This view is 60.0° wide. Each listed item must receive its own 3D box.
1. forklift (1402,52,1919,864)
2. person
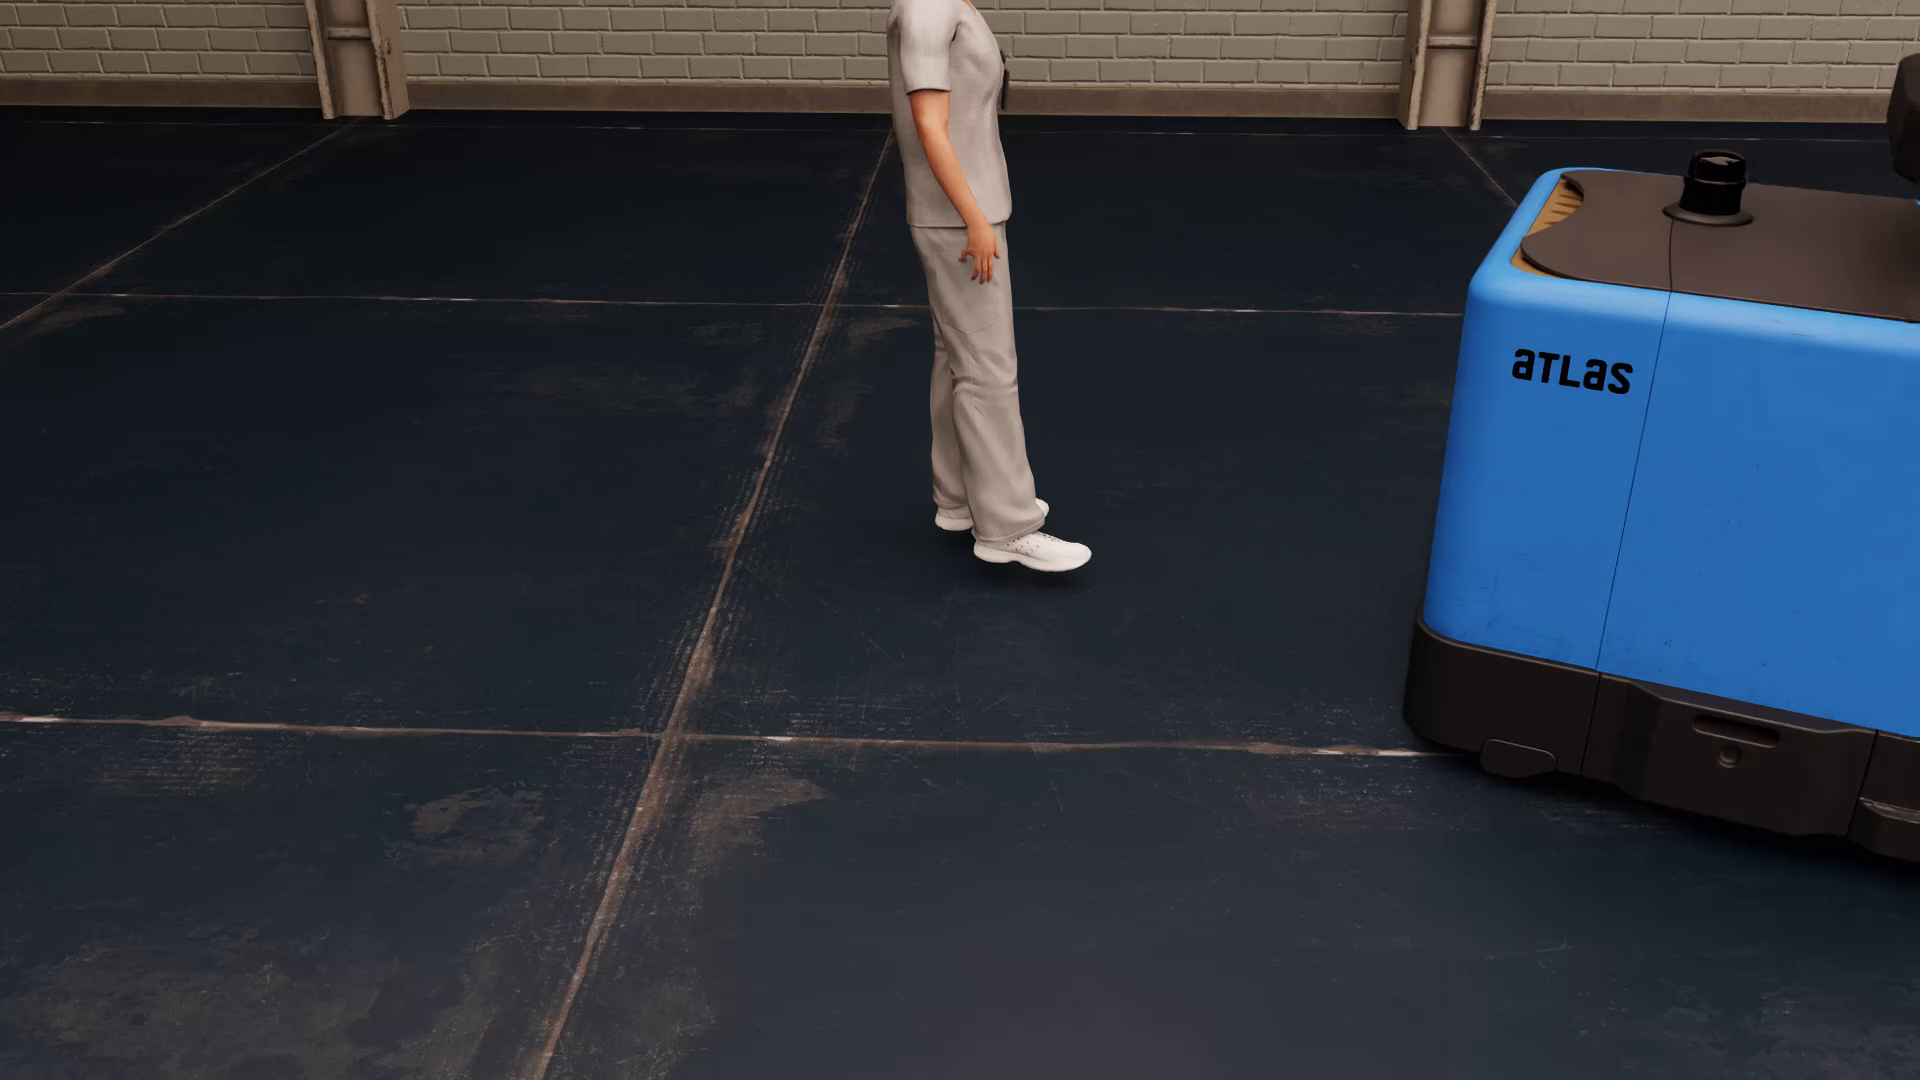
[{"bbox_3d":[2.512,-0.763,2.755,3.031,2.935,1.130,12,29,23],"label":"forklift"},{"bbox_3d":[0.073,-0.782,4.117,0.549,1.665,0.549,1,26,2],"label":"person"}]
